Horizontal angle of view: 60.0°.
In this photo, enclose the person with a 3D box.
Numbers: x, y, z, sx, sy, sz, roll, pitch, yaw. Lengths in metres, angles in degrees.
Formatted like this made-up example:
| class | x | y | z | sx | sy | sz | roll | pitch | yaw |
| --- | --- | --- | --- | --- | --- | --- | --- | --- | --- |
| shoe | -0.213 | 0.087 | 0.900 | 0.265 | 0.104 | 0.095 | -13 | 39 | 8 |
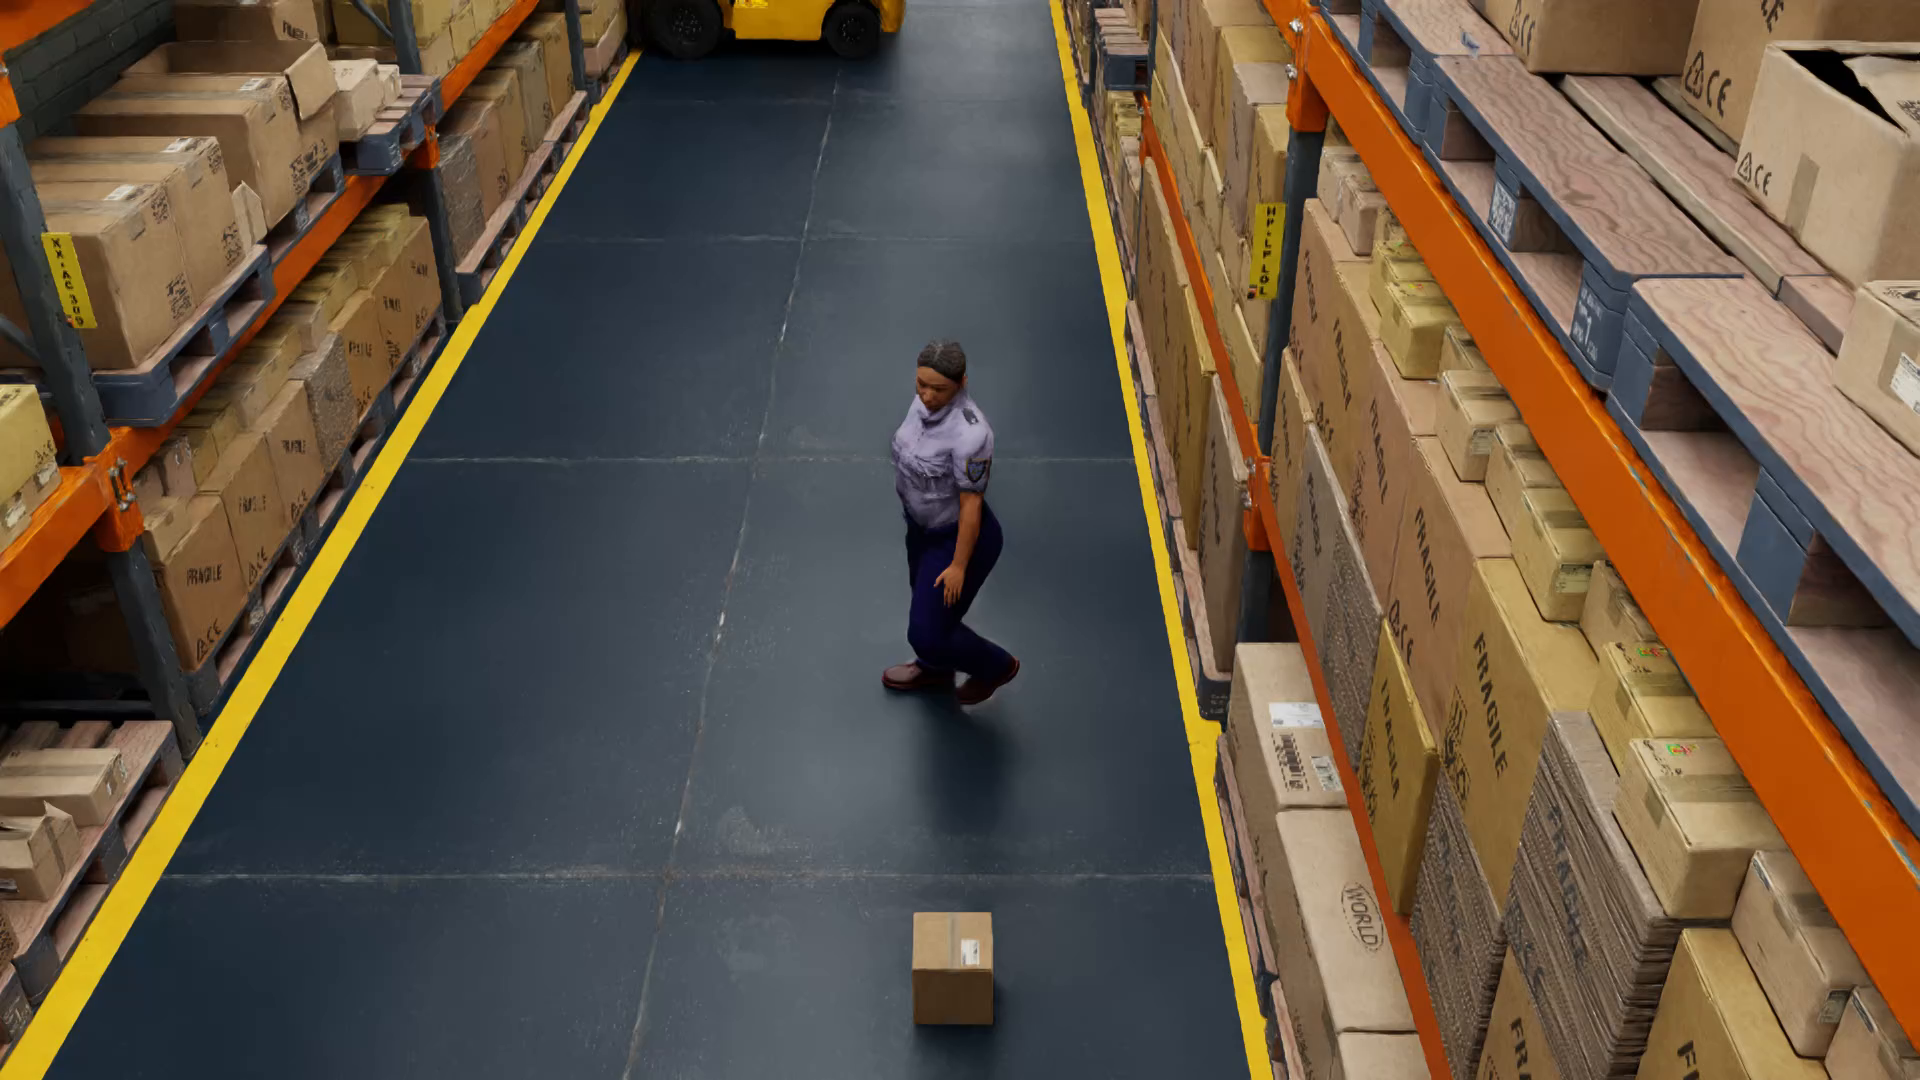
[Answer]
| class | x | y | z | sx | sy | sz | roll | pitch | yaw |
| --- | --- | --- | --- | --- | --- | --- | --- | --- | --- |
| person | -0.032 | -0.034 | 6.190 | 0.478 | 1.631 | 0.580 | -12 | 34 | -19 |
